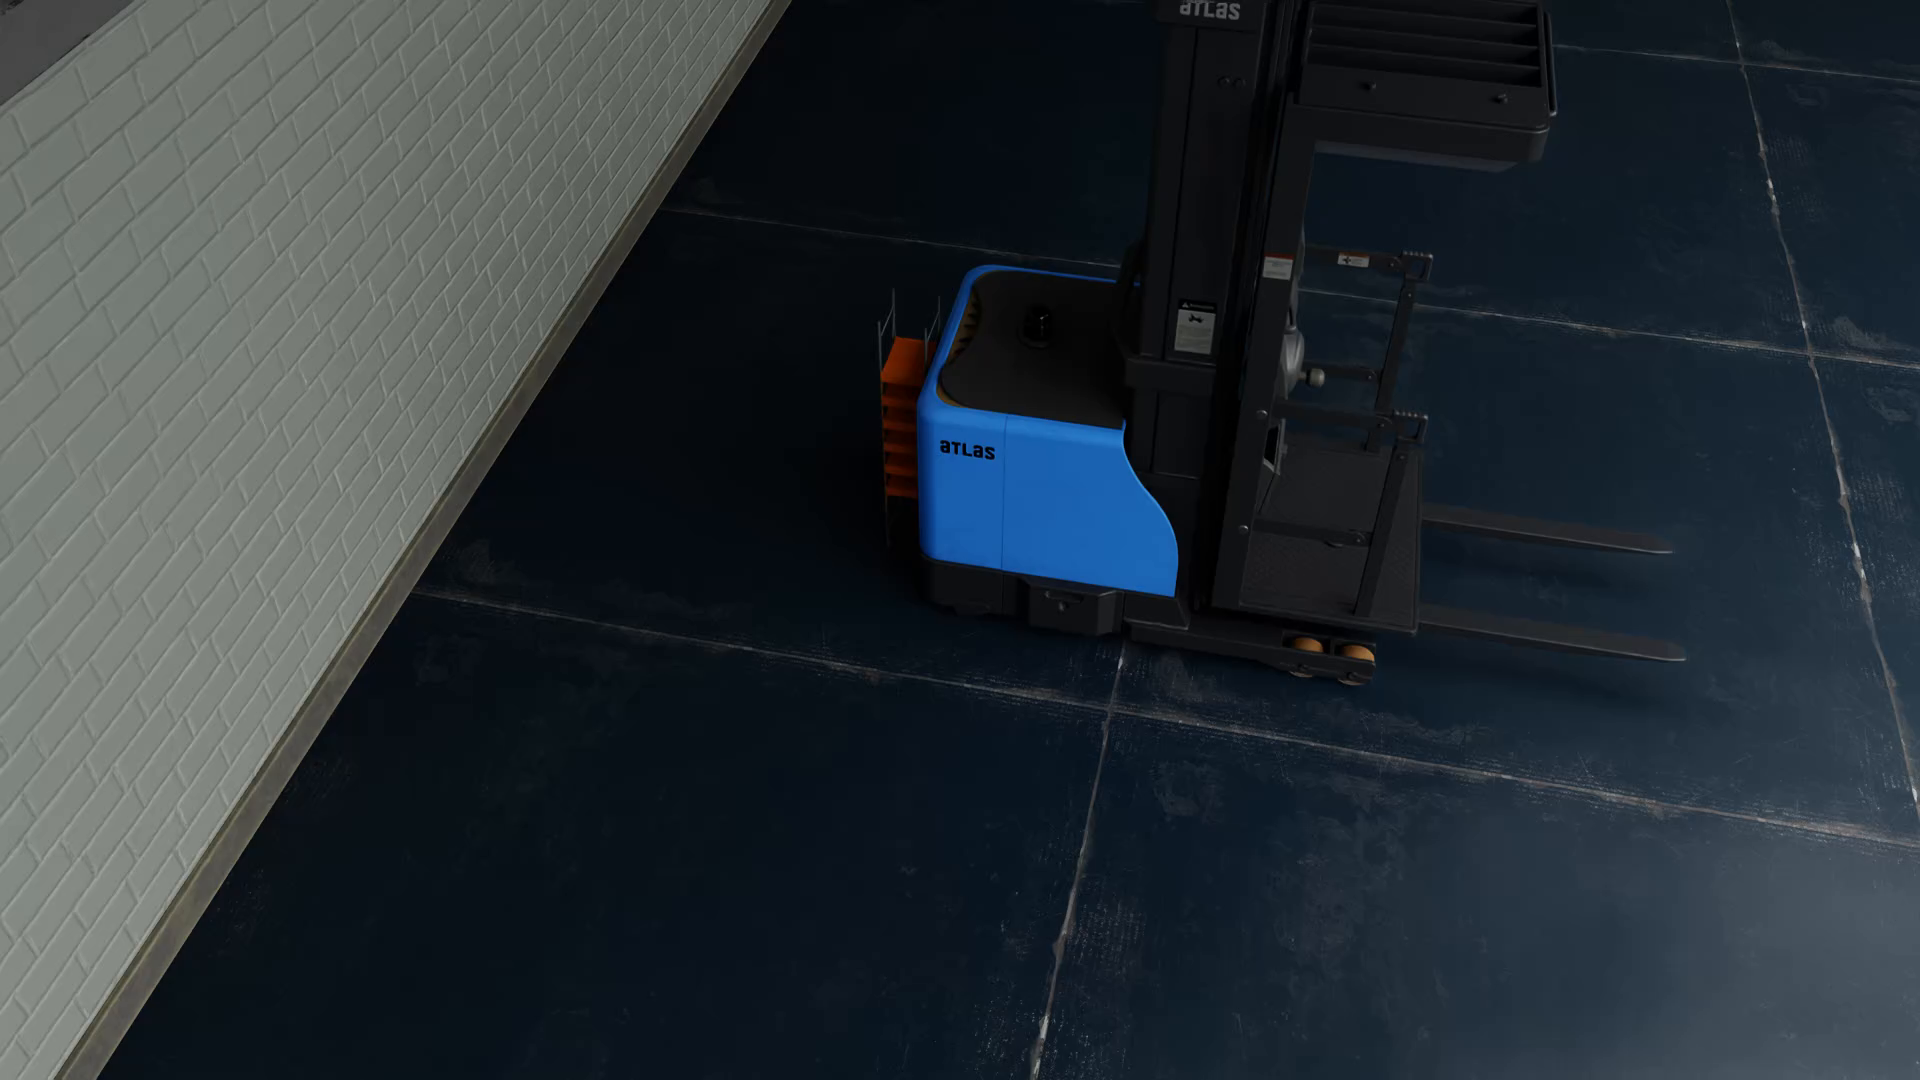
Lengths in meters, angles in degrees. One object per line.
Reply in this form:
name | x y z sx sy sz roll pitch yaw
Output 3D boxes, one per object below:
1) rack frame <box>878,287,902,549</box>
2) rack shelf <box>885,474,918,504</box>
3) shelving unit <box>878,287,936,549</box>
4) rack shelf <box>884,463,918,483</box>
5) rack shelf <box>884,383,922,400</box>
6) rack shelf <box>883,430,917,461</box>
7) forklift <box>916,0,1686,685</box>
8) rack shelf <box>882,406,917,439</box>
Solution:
rack frame | -0.286 -0.476 6.840 0.006 1.200 0.240 9 45 9
rack shelf | -0.197 -0.258 7.023 0.180 0.103 0.258 9 45 9
shelving unit | -0.199 -0.463 6.826 0.184 1.200 0.258 9 45 9
rack shelf | -0.197 -0.344 6.940 0.180 0.103 0.258 9 45 9
rack shelf | -0.197 -0.623 6.671 0.171 0.034 0.221 9 45 9
rack shelf | -0.197 -0.431 6.856 0.180 0.103 0.258 9 45 9
forklift | 1.393 -0.837 6.063 3.031 2.797 1.129 9 45 9
rack shelf | -0.197 -0.517 6.773 0.180 0.103 0.258 9 45 9
